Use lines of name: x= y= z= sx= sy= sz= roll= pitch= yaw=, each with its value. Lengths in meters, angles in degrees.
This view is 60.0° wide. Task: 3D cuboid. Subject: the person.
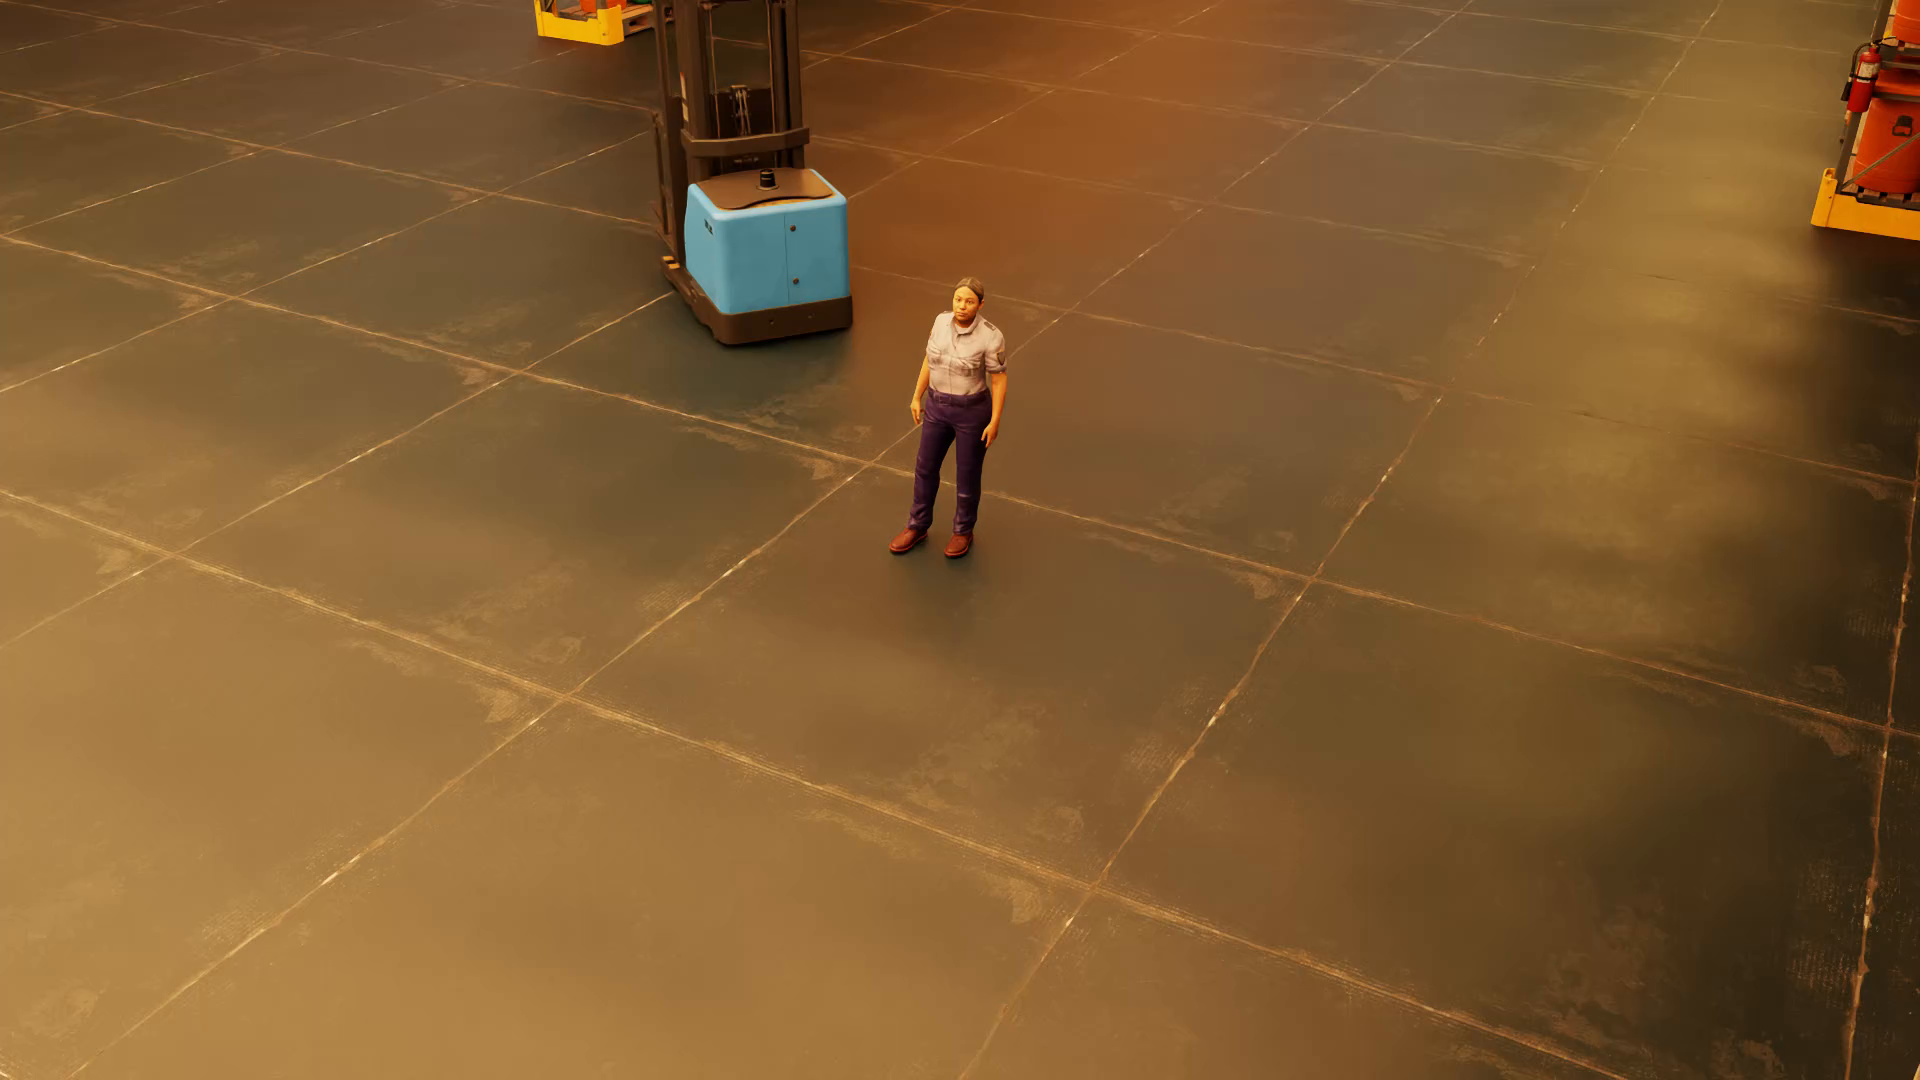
person: x=-0.063 y=-0.681 z=9.532 sx=0.598 sy=1.637 sz=0.503 roll=15 pitch=33 yaw=25

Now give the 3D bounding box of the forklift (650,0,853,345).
forklift: x=-1.852 y=-3.443 z=13.036 sx=1.130 sy=2.935 sz=3.031 roll=-12 pitch=32 yaw=-19
